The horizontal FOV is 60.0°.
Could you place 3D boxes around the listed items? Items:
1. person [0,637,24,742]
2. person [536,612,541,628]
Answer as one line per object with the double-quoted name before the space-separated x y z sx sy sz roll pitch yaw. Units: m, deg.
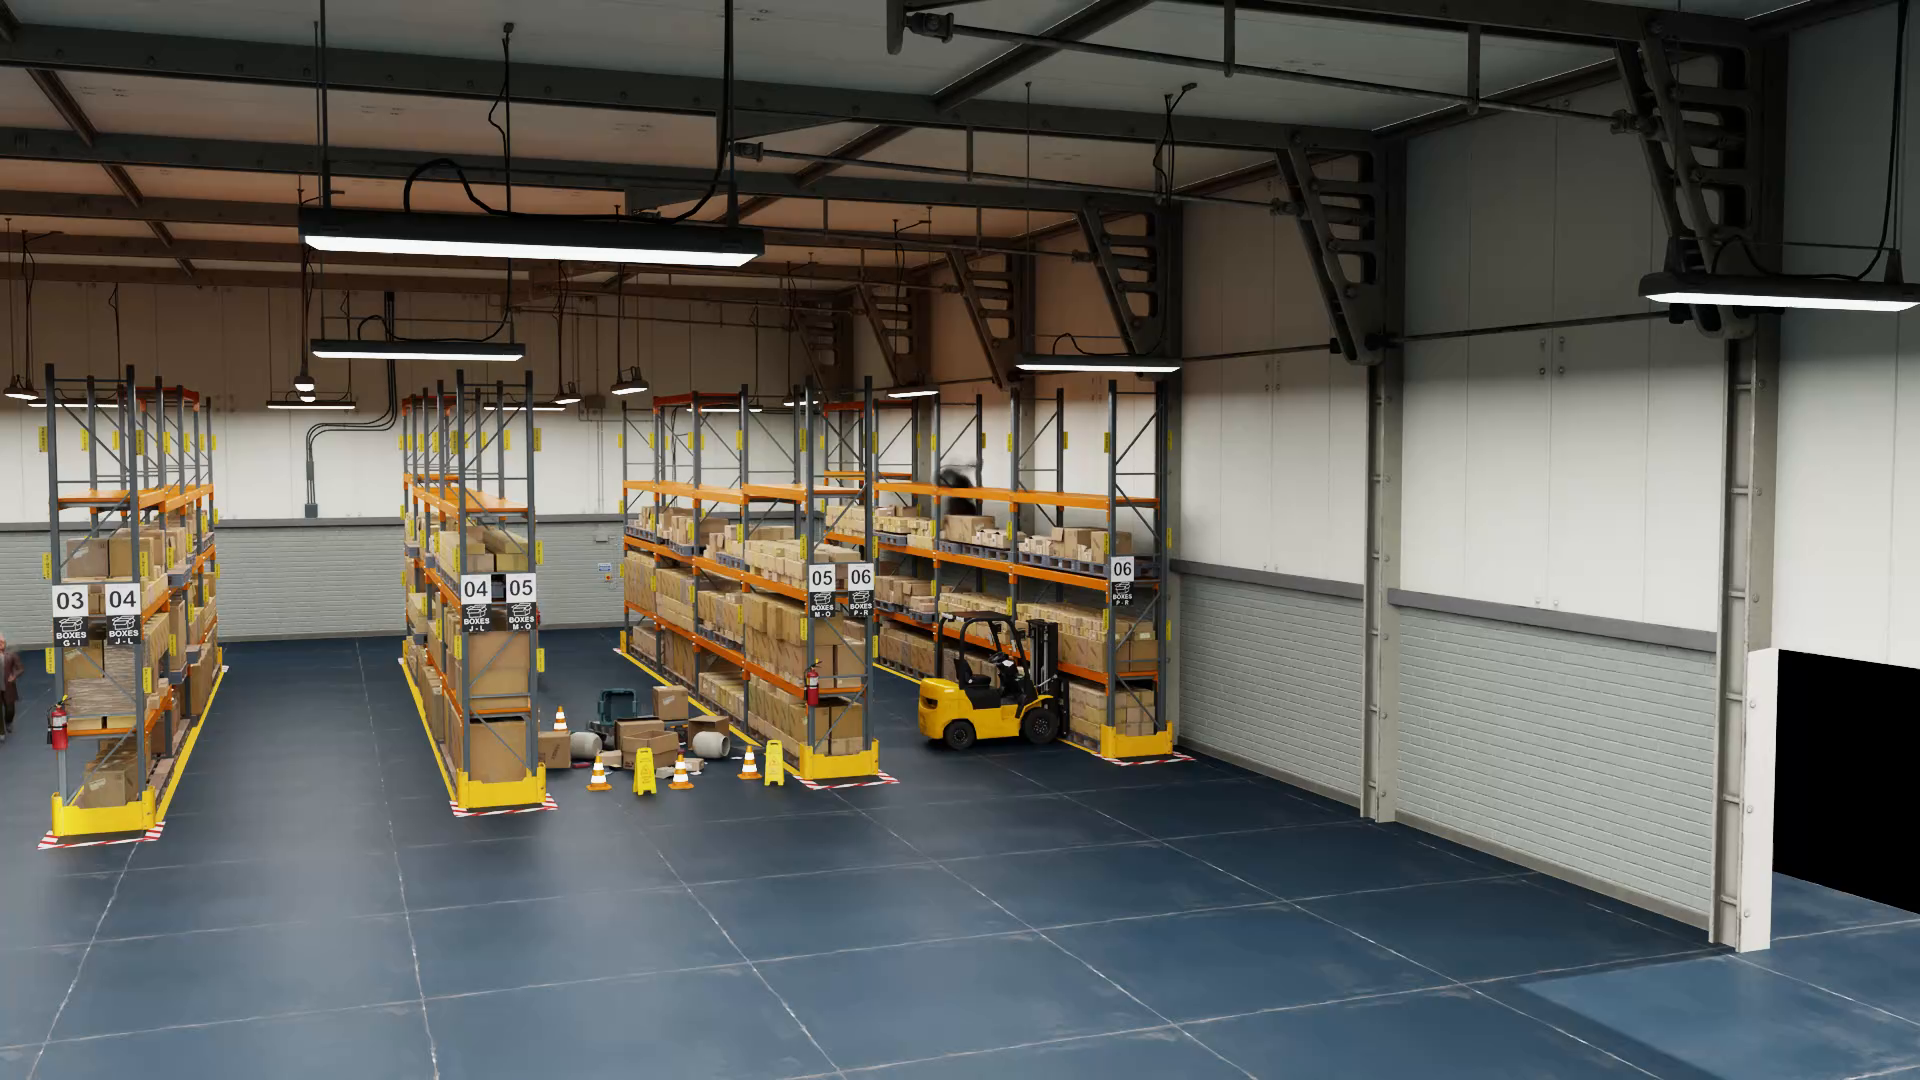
"person" -16.147 2.497 27.978 0.715 1.735 0.826 -2 4 -30
"person" -9.333 2.075 35.712 0.655 1.678 0.603 -2 4 -26
